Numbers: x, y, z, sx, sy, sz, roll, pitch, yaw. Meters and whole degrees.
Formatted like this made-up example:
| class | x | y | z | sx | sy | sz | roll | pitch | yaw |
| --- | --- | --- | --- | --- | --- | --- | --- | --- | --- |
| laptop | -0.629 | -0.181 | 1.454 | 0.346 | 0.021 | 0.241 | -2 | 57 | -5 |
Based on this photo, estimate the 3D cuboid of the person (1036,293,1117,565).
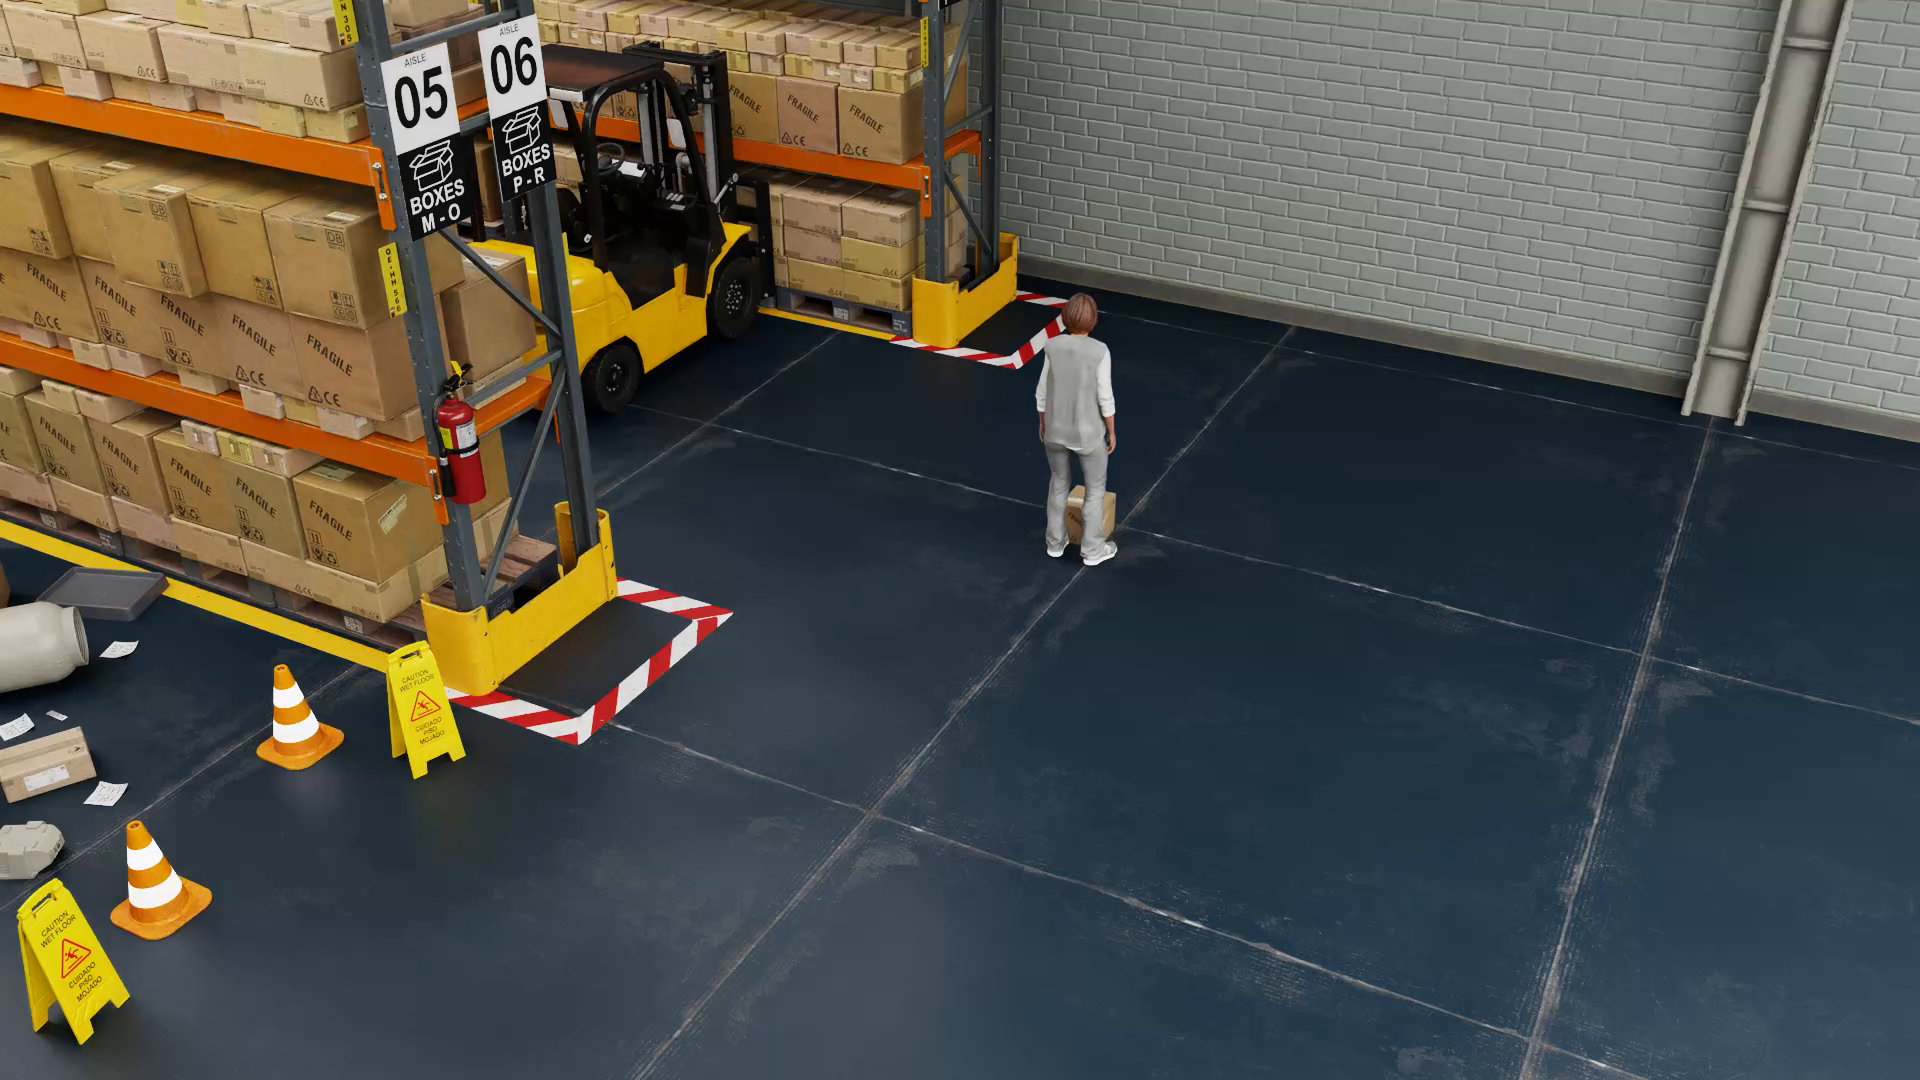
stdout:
| class | x | y | z | sx | sy | sz | roll | pitch | yaw |
| --- | --- | --- | --- | --- | --- | --- | --- | --- | --- |
| person | 0.653 | -0.602 | 9.315 | 0.474 | 1.592 | 0.346 | 13 | 33 | 21 |
